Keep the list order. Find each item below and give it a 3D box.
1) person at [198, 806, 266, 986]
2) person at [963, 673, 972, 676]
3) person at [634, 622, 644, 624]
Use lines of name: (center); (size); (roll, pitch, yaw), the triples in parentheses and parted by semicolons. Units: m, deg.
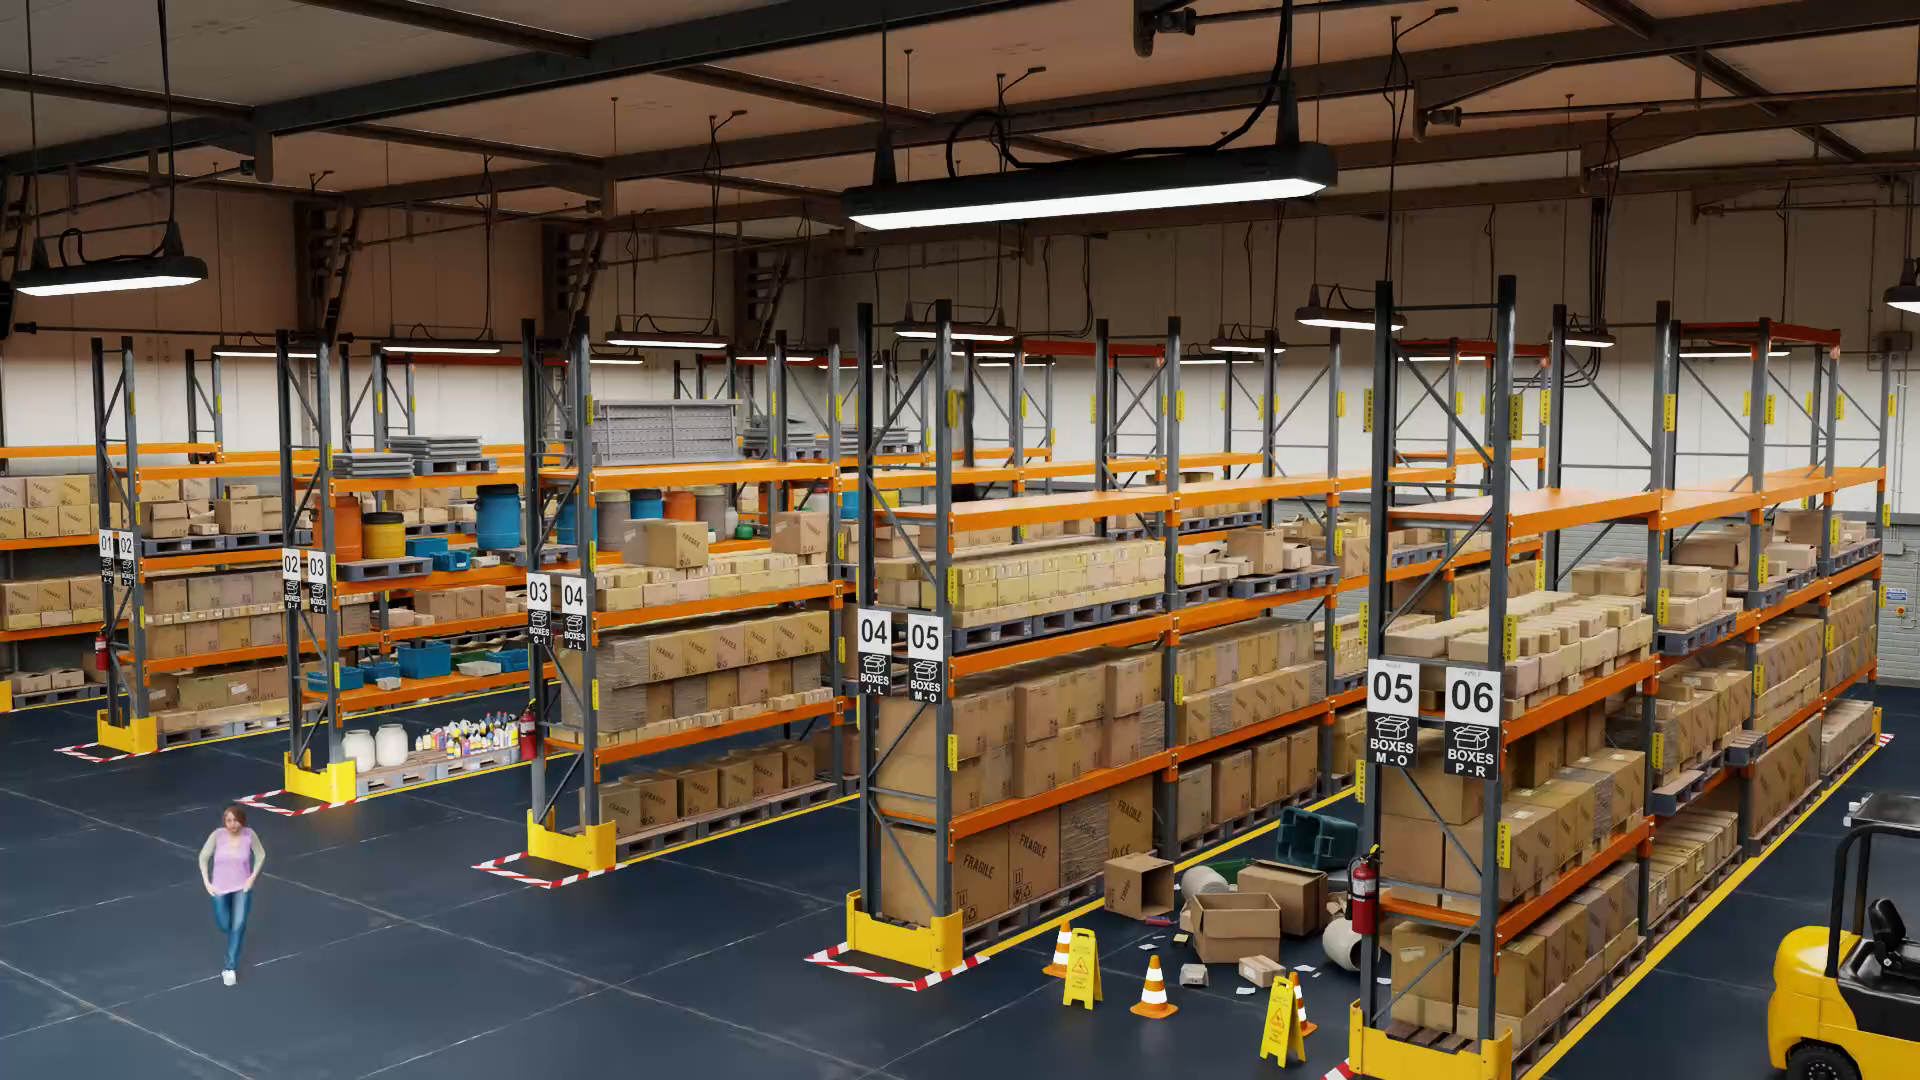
person: (-6.503, 3.117, 14.891); (0.551, 1.576, 0.767); (-2, 5, -19)
person: (0.093, 2.507, 20.485); (0.668, 1.748, 0.665); (3, 6, 34)
person: (-5.469, 1.878, 27.694); (0.674, 1.782, 0.930); (3, 6, 34)
